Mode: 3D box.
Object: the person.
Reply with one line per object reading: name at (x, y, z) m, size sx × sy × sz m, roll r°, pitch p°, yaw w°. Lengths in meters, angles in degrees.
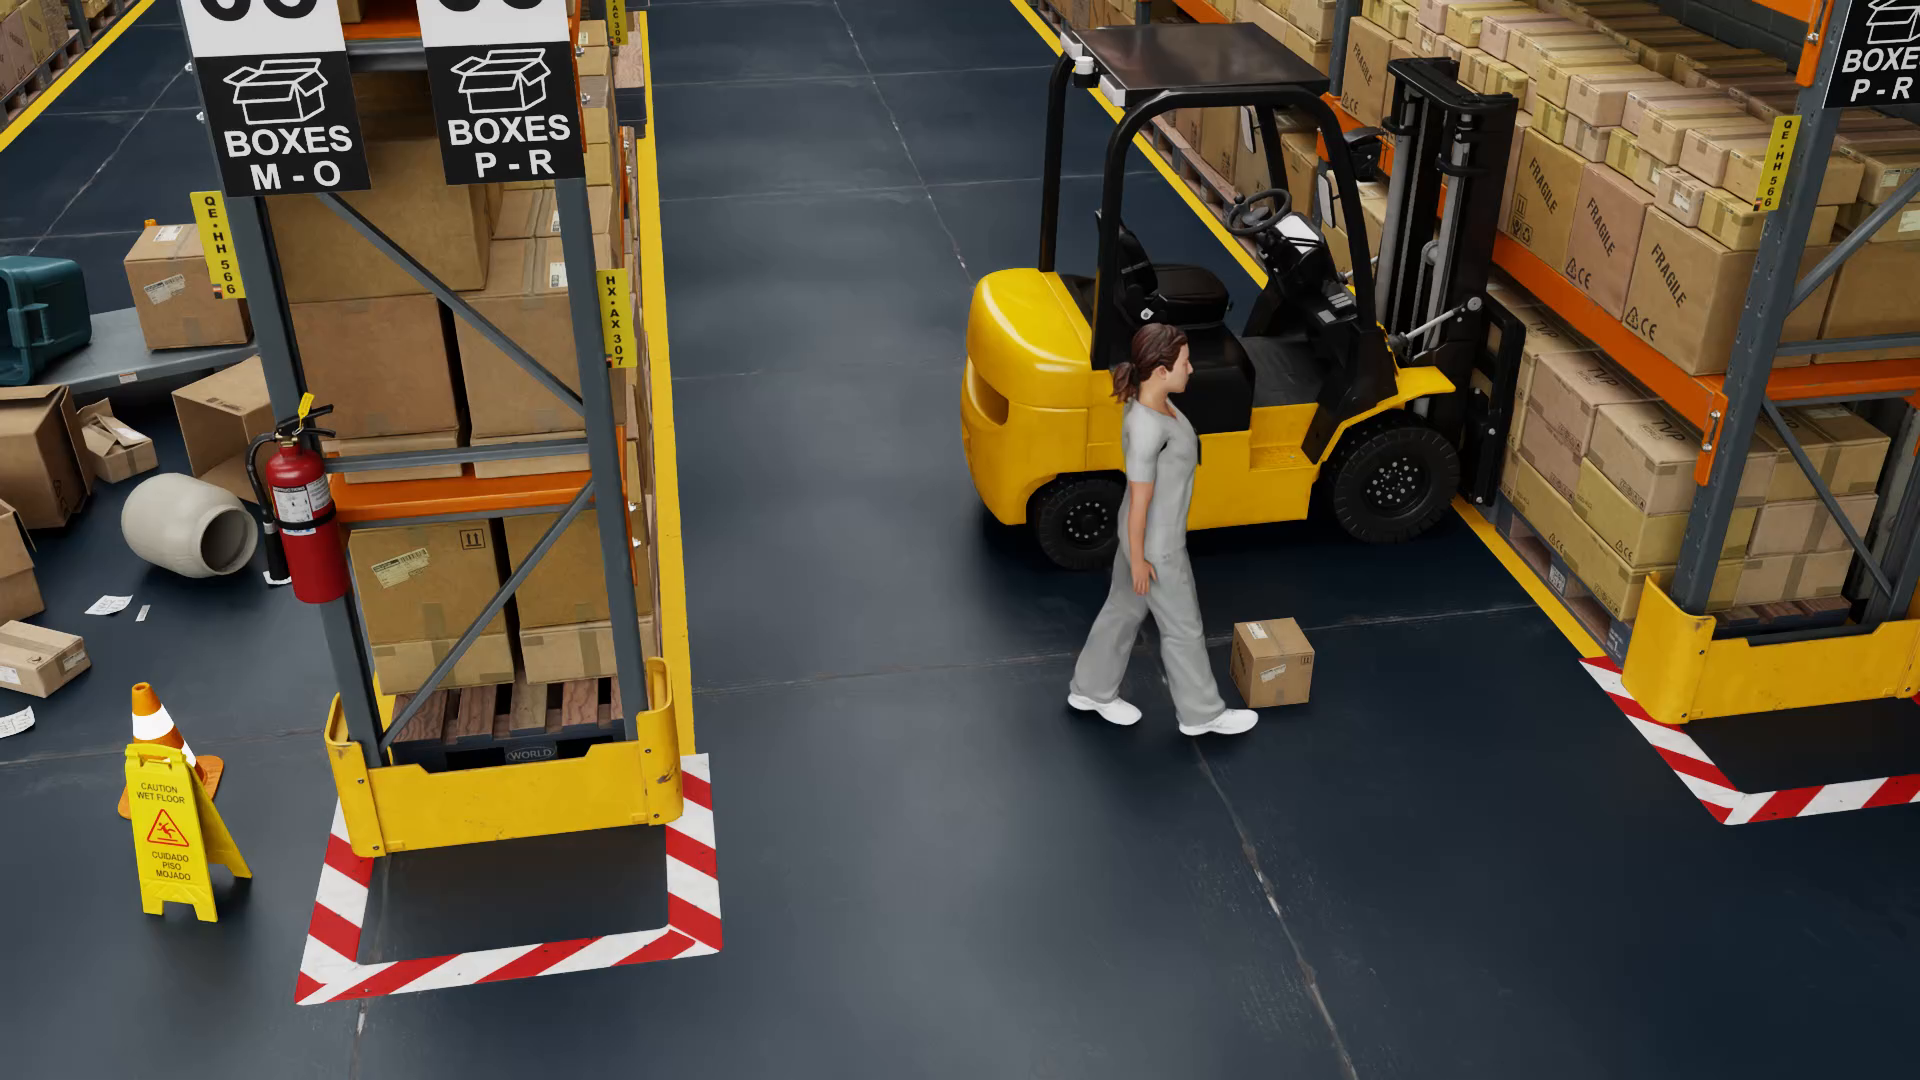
person at (0.731, -0.040, 6.142) m, size 0.607 × 1.592 × 0.465 m, roll 3°, pitch 31°, yaw 5°
